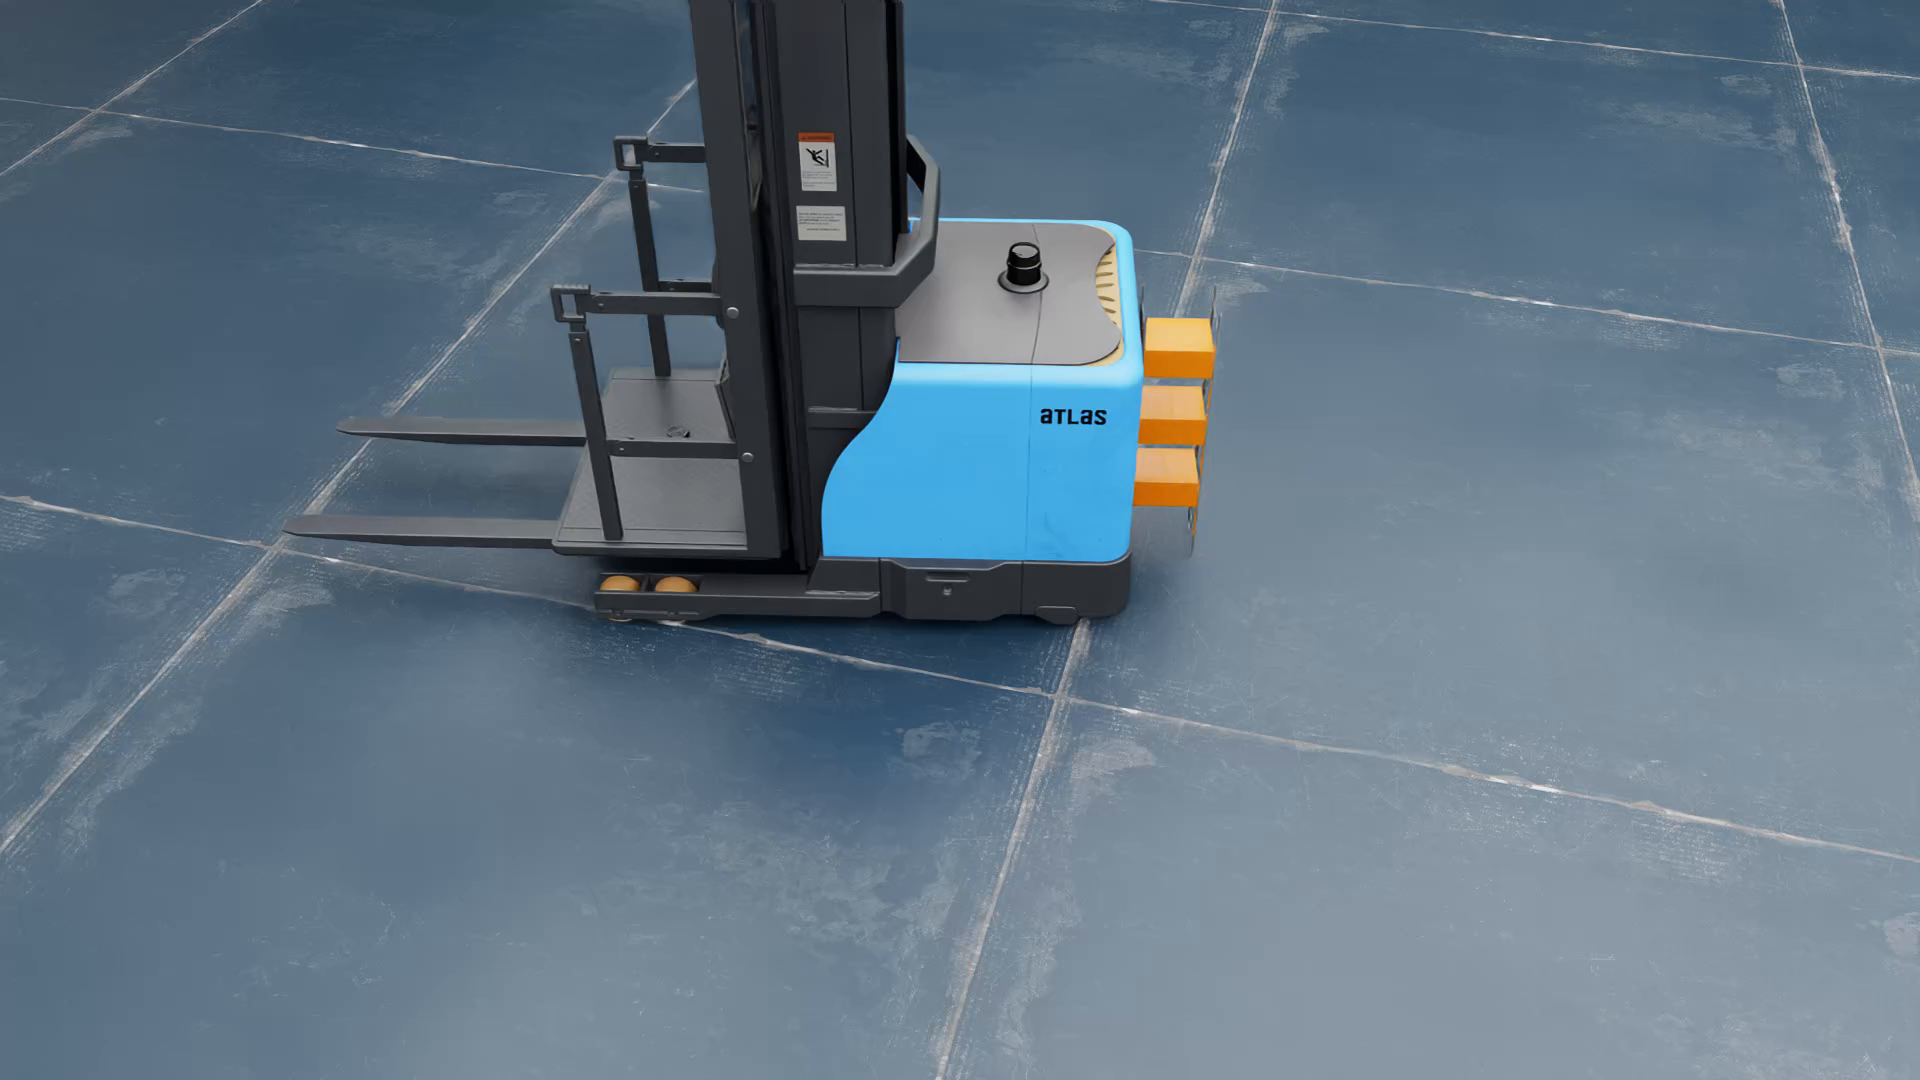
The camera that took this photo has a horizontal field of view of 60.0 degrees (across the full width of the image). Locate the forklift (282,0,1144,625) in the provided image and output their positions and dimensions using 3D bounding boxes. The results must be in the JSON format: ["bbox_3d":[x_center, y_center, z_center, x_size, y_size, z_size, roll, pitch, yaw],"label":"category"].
[{"bbox_3d":[-0.903,-1.167,5.361,3.031,2.935,1.130,1,40,1],"label":"forklift"}]

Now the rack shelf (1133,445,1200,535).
[{"bbox_3d":[0.743,-0.186,6.104,0.240,0.259,0.215,1,40,1],"label":"rack shelf"}]

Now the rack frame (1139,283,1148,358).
[{"bbox_3d":[0.621,-0.410,5.921,0.008,1.050,0.200,1,40,1],"label":"rack frame"}]

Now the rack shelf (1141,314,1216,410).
[{"bbox_3d":[0.743,-0.616,5.743,0.240,0.259,0.215,1,40,1],"label":"rack shelf"}]

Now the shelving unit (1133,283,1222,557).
[{"bbox_3d":[0.743,-0.407,5.918,0.252,1.050,0.215,1,40,1],"label":"shelving unit"}]

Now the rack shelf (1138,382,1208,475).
[{"bbox_3d":[0.743,-0.399,5.925,0.240,0.259,0.215,1,40,1],"label":"rack shelf"}]

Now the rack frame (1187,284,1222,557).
[{"bbox_3d":[0.865,-0.404,5.915,0.008,1.050,0.200,1,40,1],"label":"rack frame"}]
